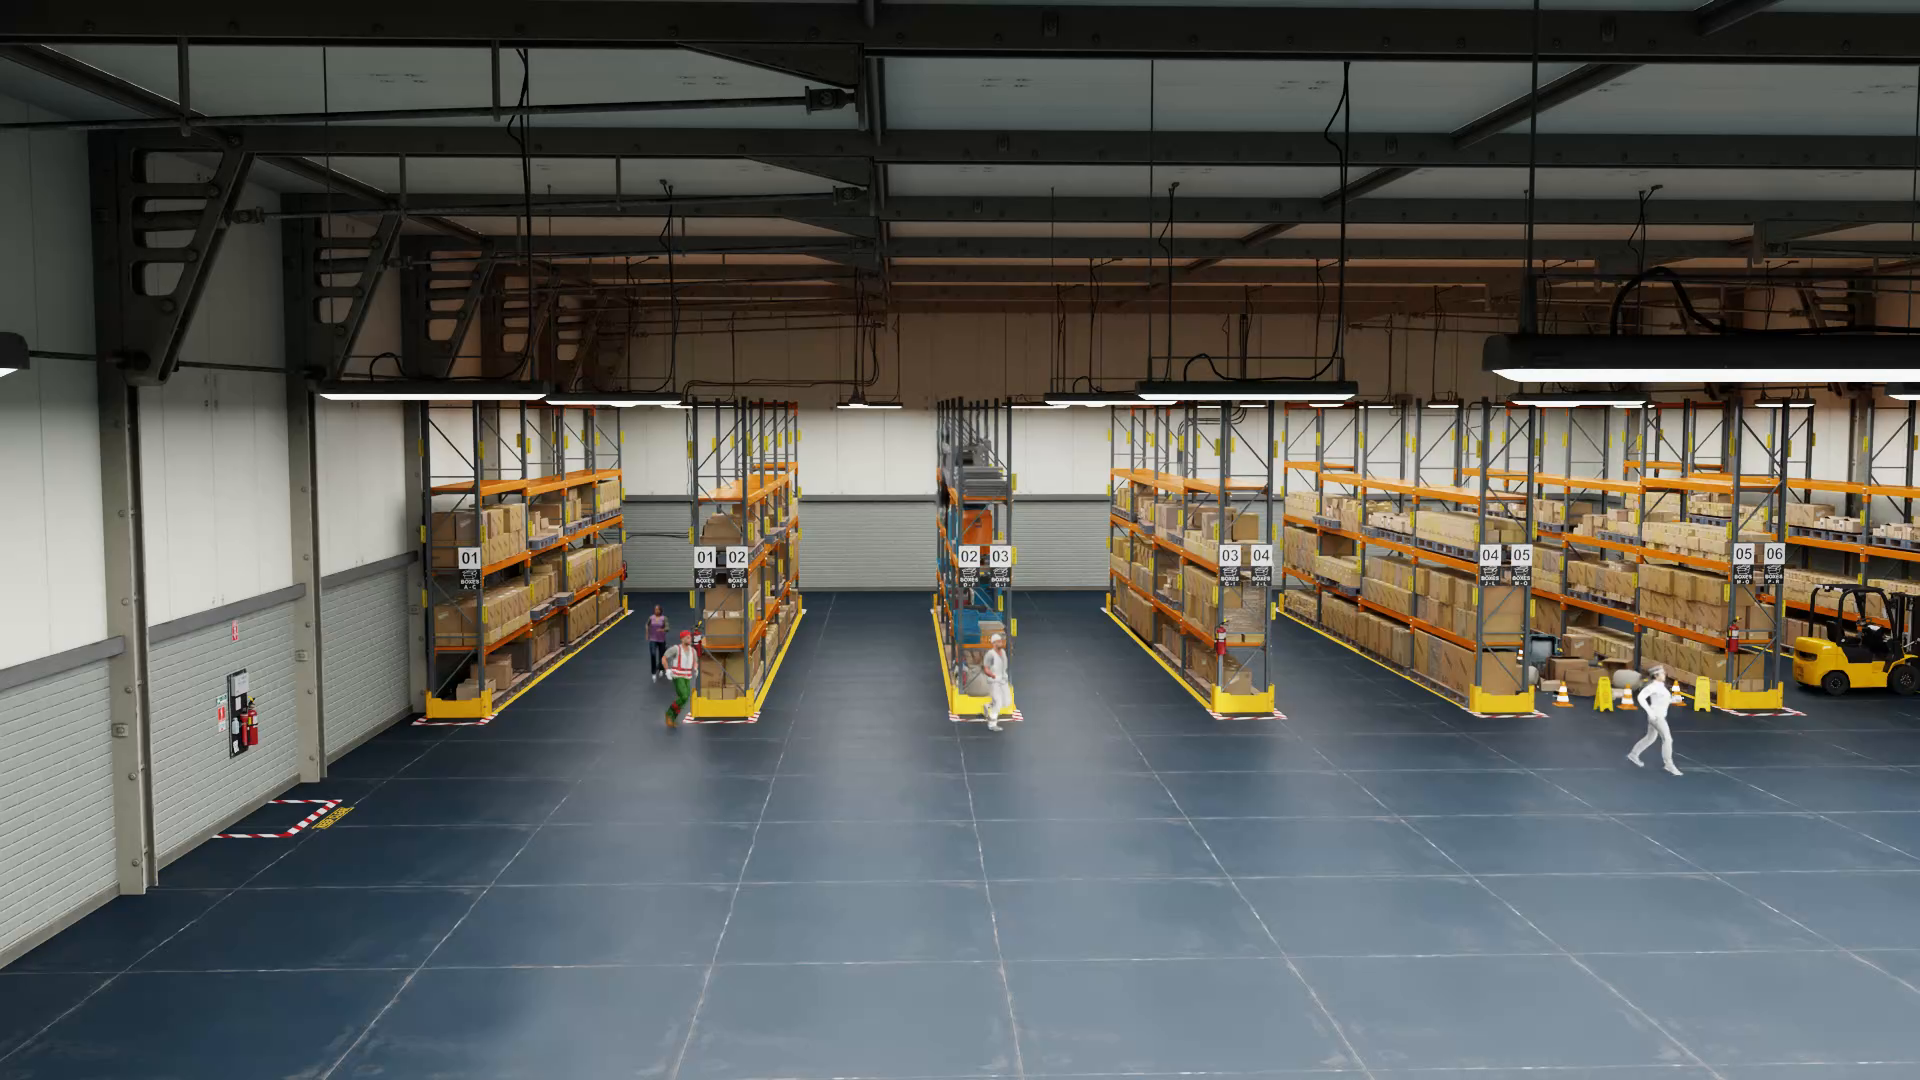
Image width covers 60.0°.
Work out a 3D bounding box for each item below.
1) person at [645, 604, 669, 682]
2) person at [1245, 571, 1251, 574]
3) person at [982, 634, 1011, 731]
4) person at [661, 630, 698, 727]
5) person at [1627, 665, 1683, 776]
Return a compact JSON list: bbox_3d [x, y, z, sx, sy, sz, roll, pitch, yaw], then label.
[{"bbox_3d":[-6.442,2.189,35.407,0.503,1.644,0.710,-1,4,-10],"label":"person"},{"bbox_3d":[8.025,1.295,46.432,0.625,1.717,0.853,0,4,5],"label":"person"},{"bbox_3d":[0.664,2.552,29.876,0.662,1.744,0.685,4,6,40],"label":"person"},{"bbox_3d":[-5.019,2.513,30.211,0.582,1.729,0.703,4,6,40],"label":"person"},{"bbox_3d":[11.029,2.830,26.333,0.837,1.728,0.567,3,5,31],"label":"person"}]
